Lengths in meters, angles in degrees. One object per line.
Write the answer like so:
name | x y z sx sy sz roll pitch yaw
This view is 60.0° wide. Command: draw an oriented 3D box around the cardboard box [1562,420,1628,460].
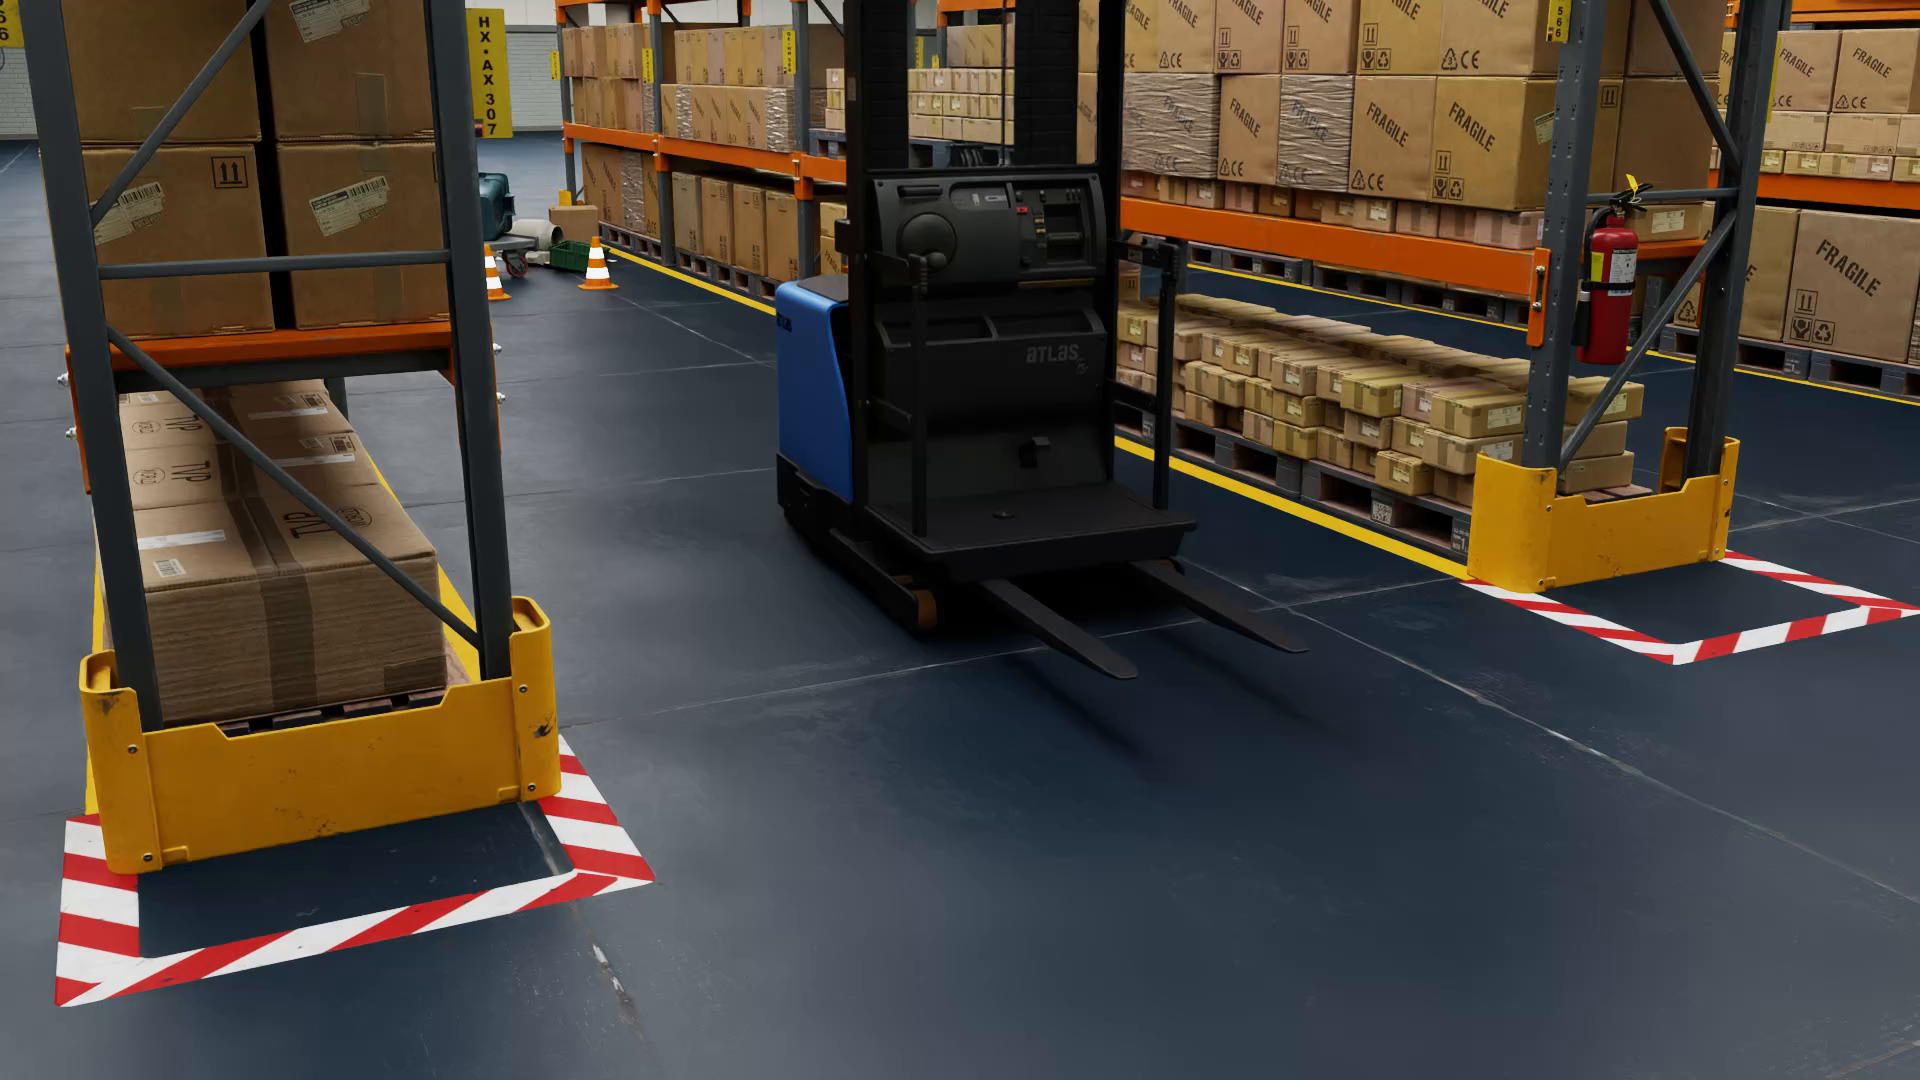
cardboard box | 2.676 -0.455 7.265 0.380 0.149 0.250 -7 17 -23

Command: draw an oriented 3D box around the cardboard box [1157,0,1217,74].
cardboard box | 1.335 -2.586 8.291 0.500 0.500 0.500 -7 18 -24

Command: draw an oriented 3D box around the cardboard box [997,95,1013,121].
cardboard box | 0.454 -2.675 10.290 0.380 0.149 0.250 -8 18 -25

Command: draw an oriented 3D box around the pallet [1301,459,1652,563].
pallet | 2.317 -0.204 7.577 1.003 0.211 1.213 -8 18 -25

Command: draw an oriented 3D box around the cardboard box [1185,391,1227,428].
cardboard box | 1.398 -0.697 8.648 0.380 0.149 0.250 -8 18 -26

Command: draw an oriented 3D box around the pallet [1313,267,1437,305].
pallet | 3.951 -2.332 14.996 1.003 0.211 1.213 -8 18 -25

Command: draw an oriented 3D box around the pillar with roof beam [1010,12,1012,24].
pillar with roof beam | -2.402 -17.390 51.535 9.100 9.000 0.400 -8 18 -25

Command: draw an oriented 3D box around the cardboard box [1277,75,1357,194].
cardboard box | 1.795 -1.844 7.517 0.500 0.500 0.500 -8 18 -25

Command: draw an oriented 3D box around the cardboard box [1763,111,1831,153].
cardboard box | 5.609 -2.684 10.899 0.500 0.250 0.500 -8 18 -25

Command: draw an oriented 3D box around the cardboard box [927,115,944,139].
cardboard box | -0.003 -2.789 11.227 0.380 0.149 0.250 -7 17 -22

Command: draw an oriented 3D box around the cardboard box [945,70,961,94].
cardboard box | 0.121 -3.011 10.922 0.380 0.149 0.250 -8 18 -27

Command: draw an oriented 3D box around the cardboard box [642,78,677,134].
cardboard box | -2.755 -4.457 17.072 0.875 0.550 0.550 -8 18 -25

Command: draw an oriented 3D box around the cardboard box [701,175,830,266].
cardboard box | -1.810 -3.033 15.698 1.050 0.750 0.750 -8 18 -25

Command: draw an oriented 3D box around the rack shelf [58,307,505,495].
rack shelf | -2.607 -0.846 6.066 1.077 0.370 4.000 -8 18 -25

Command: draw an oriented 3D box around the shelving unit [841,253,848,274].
shelving unit | -0.364 -0.832 7.976 0.258 1.200 0.503 -7 17 -22

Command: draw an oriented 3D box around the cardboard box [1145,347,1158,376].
cardboard box | 1.240 -0.982 9.102 0.380 0.149 0.250 -9 18 -28

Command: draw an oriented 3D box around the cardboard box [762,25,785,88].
cardboard box | -1.240 -4.069 14.000 0.700 0.500 0.500 -8 18 -26

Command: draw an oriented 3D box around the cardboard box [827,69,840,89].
cardboard box | -0.800 -3.531 12.733 0.380 0.149 0.250 -8 18 -25

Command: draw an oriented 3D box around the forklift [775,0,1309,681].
forklift | 0.207 -1.198 6.112 1.130 2.935 3.031 -7 17 -22

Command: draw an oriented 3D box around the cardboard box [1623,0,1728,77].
cardboard box | 2.717 -2.134 6.717 0.500 0.500 0.500 -8 18 -25

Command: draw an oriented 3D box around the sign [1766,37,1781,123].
sign | 3.163 -1.801 6.519 0.100 0.325 0.005 -8 18 -25

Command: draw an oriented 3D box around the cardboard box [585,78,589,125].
cardboard box | -3.871 -5.139 19.447 0.875 0.550 0.550 -8 18 -25

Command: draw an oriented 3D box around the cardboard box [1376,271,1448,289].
cardboard box | 4.340 -2.662 14.181 1.225 0.875 0.875 -8 18 -25

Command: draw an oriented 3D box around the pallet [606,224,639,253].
pallet | -3.384 -3.455 18.909 1.003 0.211 1.213 -8 18 -25

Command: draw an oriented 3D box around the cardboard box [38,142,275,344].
cardboard box | -2.180 -0.832 4.530 0.500 0.500 0.500 -8 18 -25

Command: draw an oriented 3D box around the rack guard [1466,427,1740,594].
rack guard | 2.642 -0.137 6.821 1.175 0.500 0.348 -8 18 -25

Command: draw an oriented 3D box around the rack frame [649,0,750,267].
rack frame | -2.582 -4.295 16.779 1.000 3.000 0.127 -8 18 -25

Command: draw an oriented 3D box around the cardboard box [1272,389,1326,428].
cardboard box | 1.719 -0.646 7.931 0.380 0.149 0.250 -7 18 -24

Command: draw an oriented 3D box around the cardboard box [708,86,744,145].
cardboard box | -1.933 -3.805 14.890 0.500 0.500 0.500 -7 18 -24

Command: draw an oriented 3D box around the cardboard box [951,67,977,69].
cardboard box | 0.385 -5.912 21.695 0.875 0.500 0.500 -8 18 -25

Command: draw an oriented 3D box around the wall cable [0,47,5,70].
wall cable | -26.950 -13.501 43.614 3.097 2.526 0.112 -8 18 -25

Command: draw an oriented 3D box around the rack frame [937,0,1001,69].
rack frame | 0.168 -5.861 22.236 1.000 3.000 0.127 -8 18 -25

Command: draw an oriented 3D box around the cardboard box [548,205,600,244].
cardboard box | -4.185 -3.355 18.033 0.500 0.500 0.500 -5 17 -15

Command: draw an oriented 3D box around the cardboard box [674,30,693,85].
cardboard box | -2.360 -4.701 16.201 0.700 0.500 0.500 -8 18 -26

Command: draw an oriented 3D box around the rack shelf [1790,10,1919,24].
rack shelf | 14.403 -8.257 26.451 1.077 0.370 4.000 -8 18 -25

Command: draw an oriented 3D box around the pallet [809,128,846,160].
pallet | -0.422 -3.047 12.778 1.213 0.211 1.003 -8 18 -25

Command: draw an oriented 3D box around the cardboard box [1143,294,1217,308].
cardboard box | 1.312 -1.372 9.922 0.380 0.149 0.250 -7 17 -23

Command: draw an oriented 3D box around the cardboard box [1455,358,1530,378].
cardboard box | 2.527 -0.740 7.718 0.380 0.149 0.250 -8 18 -25

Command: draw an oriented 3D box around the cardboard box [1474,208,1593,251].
cardboard box | 2.278 -1.245 6.608 0.380 0.149 0.250 -8 18 -25

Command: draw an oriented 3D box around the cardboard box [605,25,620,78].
cardboard box | -3.411 -5.385 18.348 0.875 0.550 0.500 -8 18 -25

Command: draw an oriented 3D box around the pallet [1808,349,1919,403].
pallet | 6.227 -1.044 10.507 1.003 0.211 1.213 -8 18 -25

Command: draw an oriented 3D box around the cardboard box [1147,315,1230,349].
cardboard box | 1.244 -1.124 9.058 0.380 0.149 0.250 -8 18 -26

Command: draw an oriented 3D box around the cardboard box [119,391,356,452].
cardboard box | -2.912 -0.268 6.629 0.875 0.438 0.875 -8 18 -27

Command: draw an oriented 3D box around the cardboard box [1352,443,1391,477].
cardboard box | 2.015 -0.384 7.557 0.380 0.149 0.250 -8 18 -25

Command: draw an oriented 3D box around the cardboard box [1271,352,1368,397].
cardboard box | 1.705 -0.787 7.885 0.380 0.149 0.250 -7 17 -23

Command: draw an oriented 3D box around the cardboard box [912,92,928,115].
cardboard box | -0.111 -2.997 11.413 0.380 0.149 0.250 -7 17 -23

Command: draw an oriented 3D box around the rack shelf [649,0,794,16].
rack shelf | -1.706 -4.895 14.736 1.077 0.370 4.000 -8 18 -25

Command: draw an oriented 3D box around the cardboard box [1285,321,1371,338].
cardboard box | 1.950 -1.057 8.826 0.380 0.149 0.250 -8 18 -27

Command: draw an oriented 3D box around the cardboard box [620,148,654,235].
cardboard box | -3.193 -3.863 18.364 0.875 0.875 0.875 -8 18 -25

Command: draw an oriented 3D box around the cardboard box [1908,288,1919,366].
cardboard box | 6.427 -1.449 9.952 0.875 0.875 0.875 -8 18 -25

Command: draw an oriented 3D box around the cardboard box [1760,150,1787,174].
cardboard box | 5.487 -2.521 11.052 0.380 0.149 0.250 -7 17 -23

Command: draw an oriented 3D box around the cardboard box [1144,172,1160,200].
cardboard box | 1.210 -1.898 8.881 0.380 0.149 0.250 -9 18 -27

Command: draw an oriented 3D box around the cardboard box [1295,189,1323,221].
cardboard box | 1.793 -1.575 7.758 0.380 0.149 0.250 -8 18 -27
